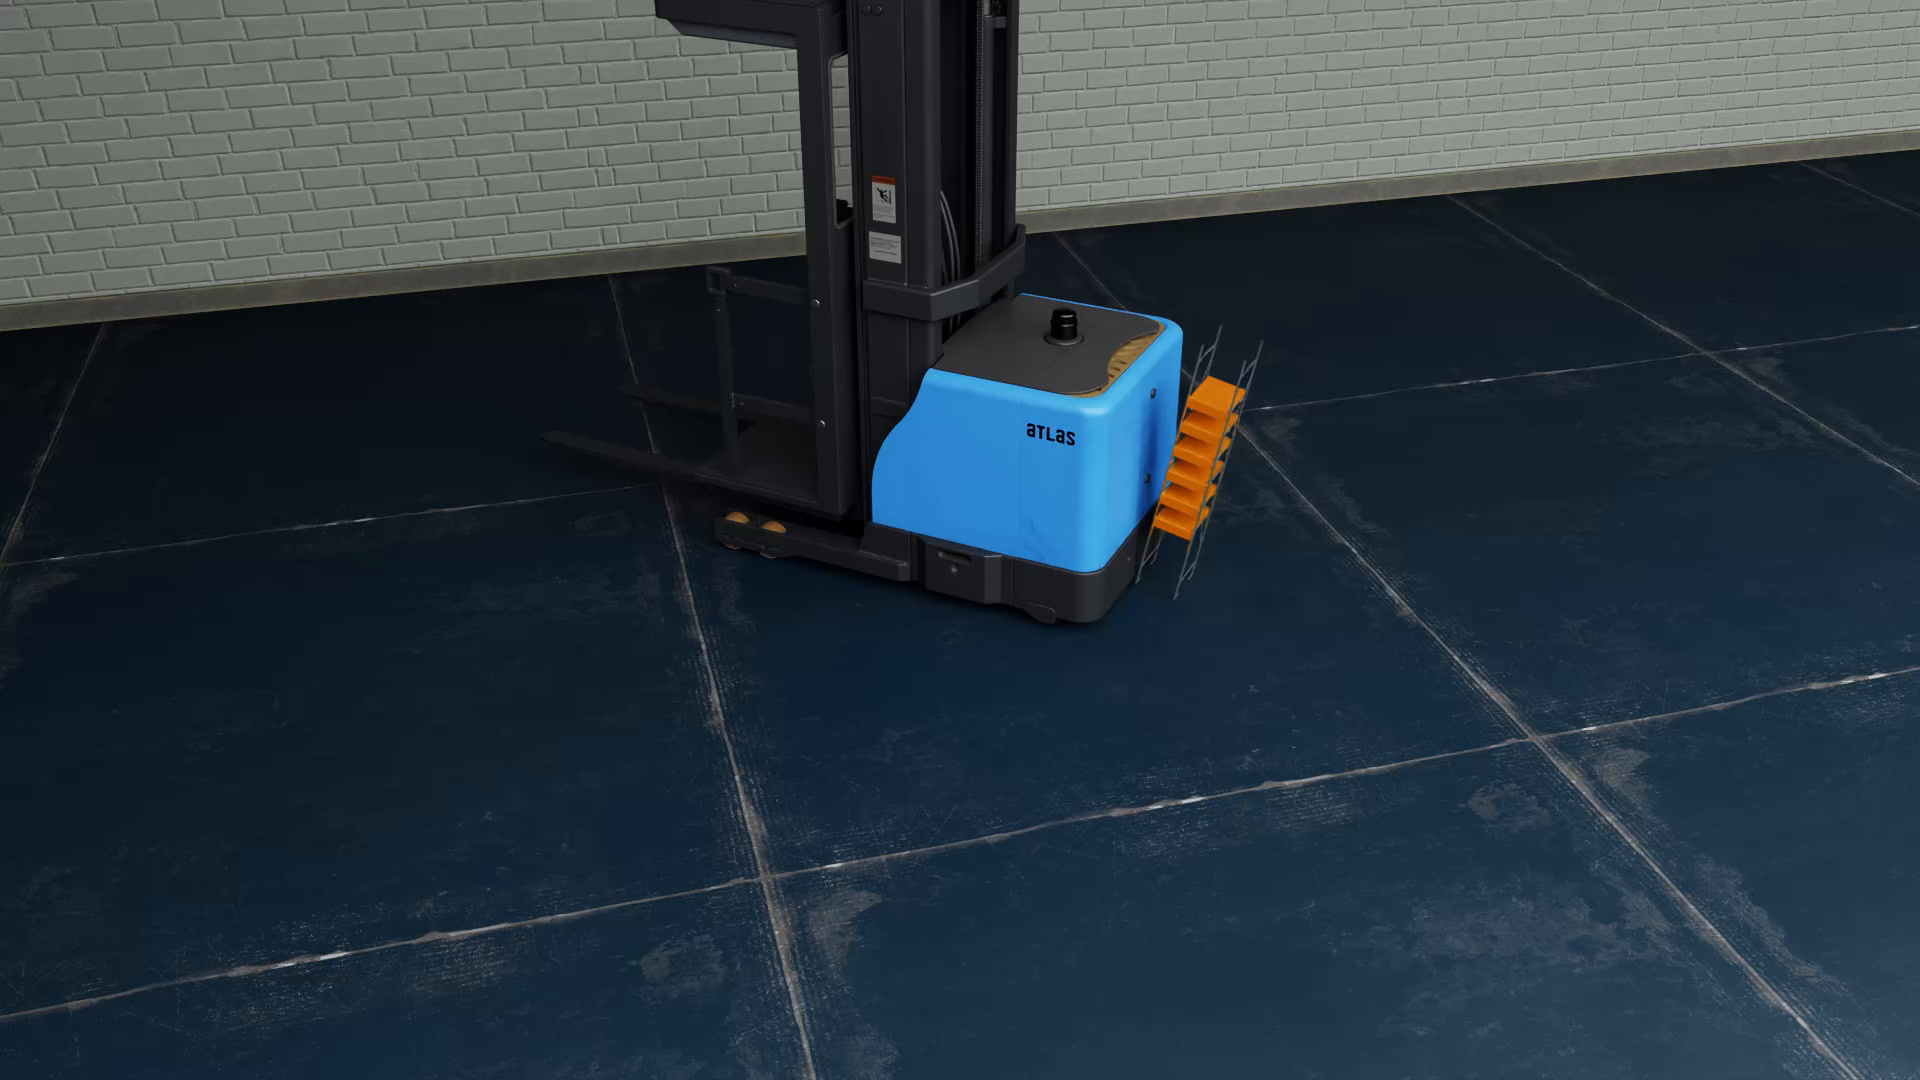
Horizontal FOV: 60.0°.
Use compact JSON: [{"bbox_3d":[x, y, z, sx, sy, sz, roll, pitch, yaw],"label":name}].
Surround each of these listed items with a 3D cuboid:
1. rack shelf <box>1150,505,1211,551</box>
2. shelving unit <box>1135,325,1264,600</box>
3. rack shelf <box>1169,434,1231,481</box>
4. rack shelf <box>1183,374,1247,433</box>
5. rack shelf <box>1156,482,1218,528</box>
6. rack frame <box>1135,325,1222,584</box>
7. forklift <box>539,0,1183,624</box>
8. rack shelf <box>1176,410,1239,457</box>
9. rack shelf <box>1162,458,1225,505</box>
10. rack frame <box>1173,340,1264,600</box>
[{"bbox_3d":[0.962,-0.082,7.237,0.180,0.103,0.258,23,36,17],"label":"rack shelf"},{"bbox_3d":[1.009,-0.313,7.076,0.189,1.200,0.258,23,36,17],"label":"shelving unit"},{"bbox_3d":[1.021,-0.374,7.034,0.180,0.103,0.258,23,36,17],"label":"rack shelf"},{"bbox_3d":[1.060,-0.568,6.899,0.180,0.103,0.258,23,36,17],"label":"rack shelf"},{"bbox_3d":[0.982,-0.179,7.169,0.180,0.103,0.258,23,36,17],"label":"rack shelf"},{"bbox_3d":[0.928,-0.347,7.103,0.006,1.200,0.240,23,36,17],"label":"rack frame"},{"bbox_3d":[-0.567,-1.407,7.254,3.031,2.935,1.130,14,33,22],"label":"forklift"},{"bbox_3d":[1.041,-0.471,6.966,0.180,0.103,0.258,23,36,17],"label":"rack shelf"},{"bbox_3d":[1.001,-0.277,7.101,0.180,0.103,0.258,23,36,17],"label":"rack shelf"},{"bbox_3d":[1.089,-0.278,7.050,0.006,1.200,0.240,23,36,17],"label":"rack frame"}]
